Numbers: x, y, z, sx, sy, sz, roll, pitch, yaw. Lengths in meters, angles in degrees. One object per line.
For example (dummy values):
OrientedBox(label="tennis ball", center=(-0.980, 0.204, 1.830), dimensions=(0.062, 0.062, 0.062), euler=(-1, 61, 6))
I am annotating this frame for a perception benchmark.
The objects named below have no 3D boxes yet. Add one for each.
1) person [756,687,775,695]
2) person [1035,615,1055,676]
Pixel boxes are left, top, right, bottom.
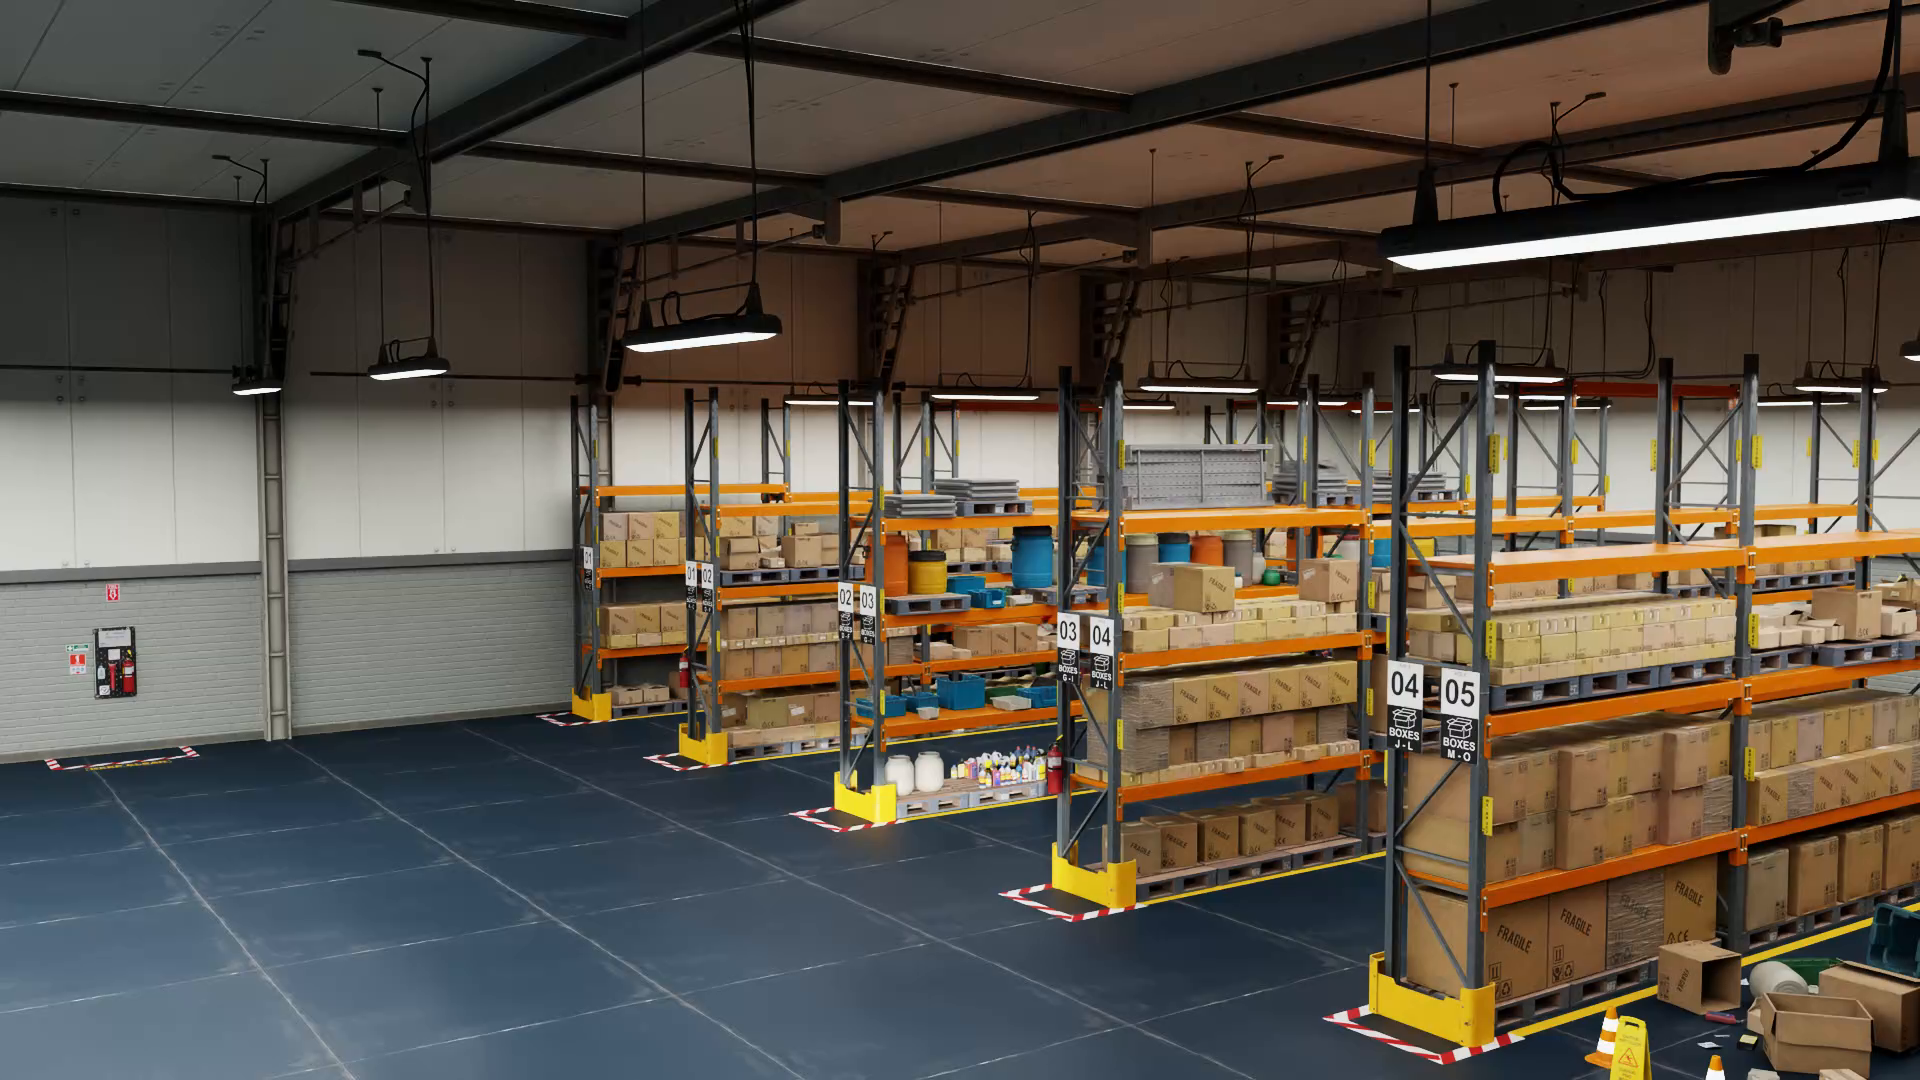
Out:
OrientedBox(label="person", center=(-3.484, 2.503, 30.131), dimensions=(0.369, 1.762, 0.567), euler=(3, 4, 38))
OrientedBox(label="person", center=(1.634, 2.294, 33.124), dimensions=(0.445, 1.809, 0.572), euler=(1, 4, 23))
